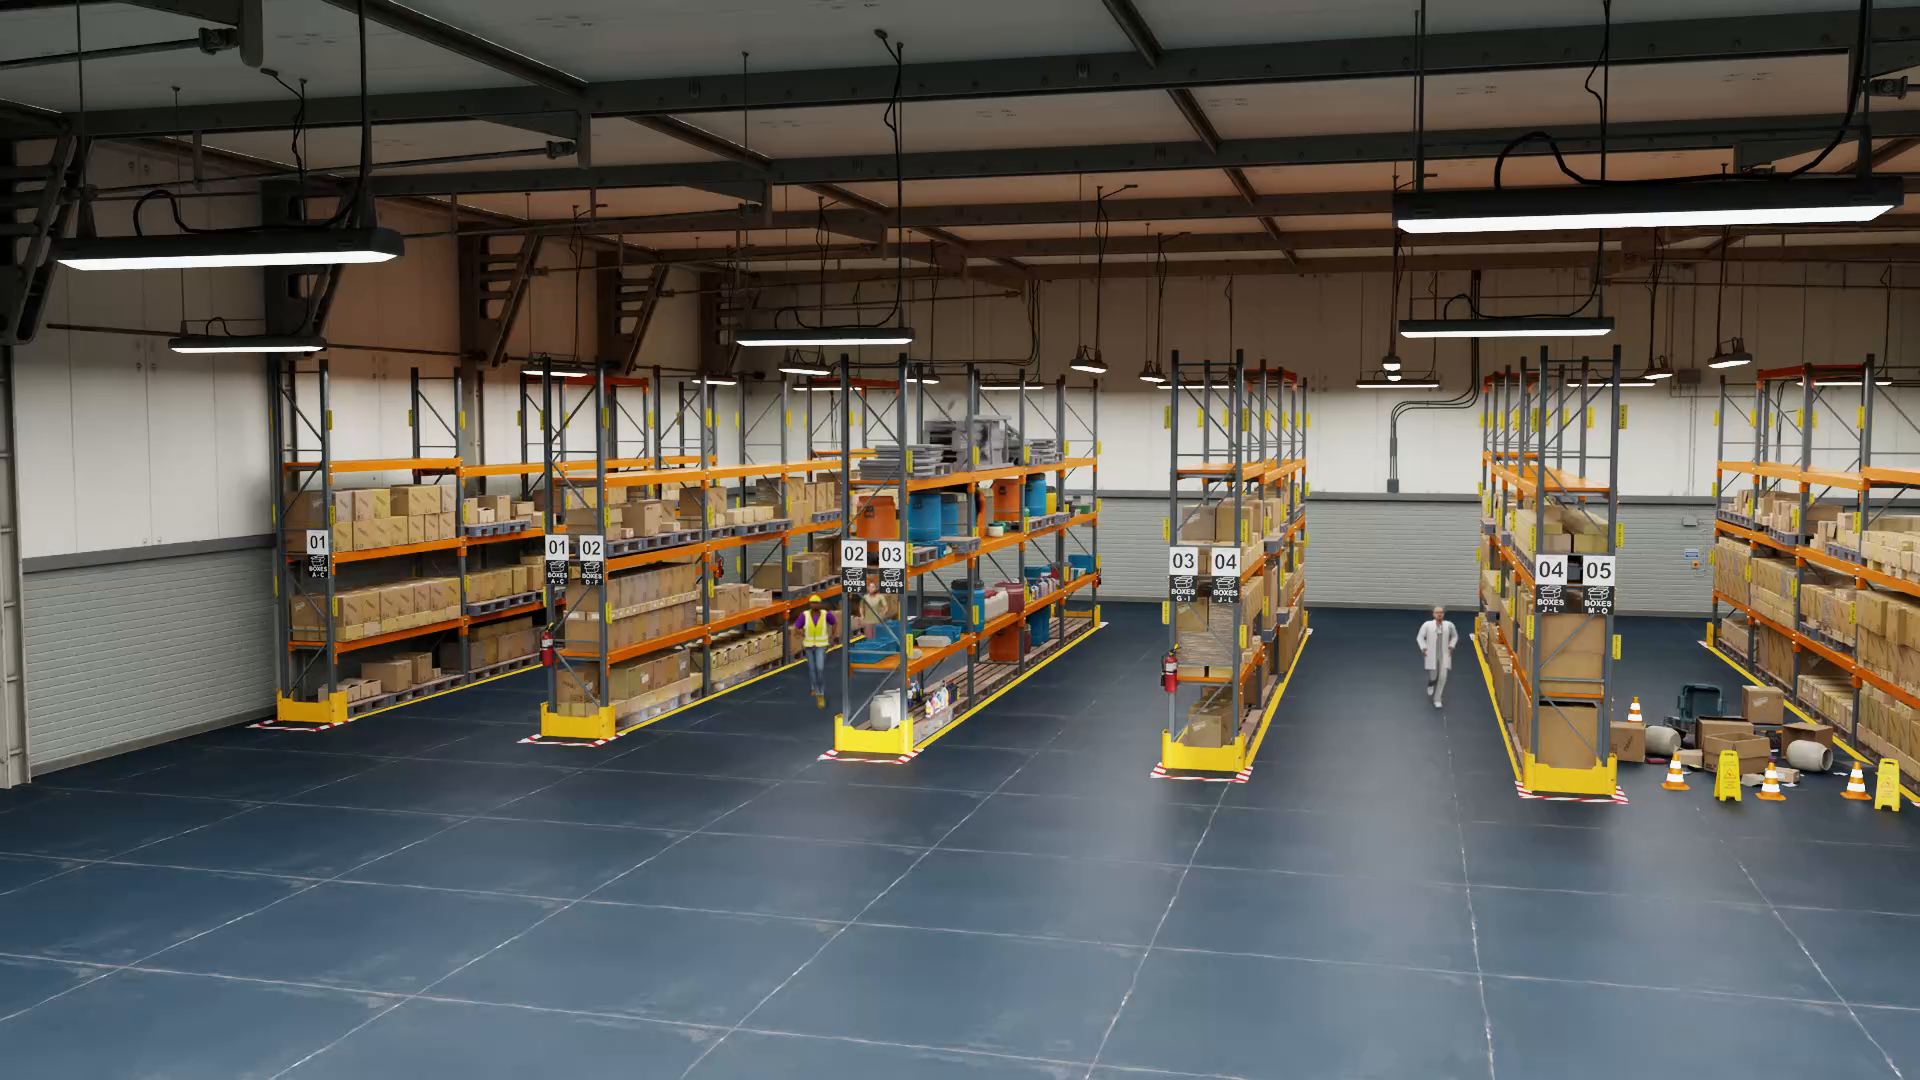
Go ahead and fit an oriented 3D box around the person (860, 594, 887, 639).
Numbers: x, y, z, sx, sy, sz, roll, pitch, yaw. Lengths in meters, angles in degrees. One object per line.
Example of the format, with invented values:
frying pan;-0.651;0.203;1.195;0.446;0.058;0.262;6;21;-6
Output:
person;-1.665;1.727;31.846;0.540;1.390;0.542;1;4;8

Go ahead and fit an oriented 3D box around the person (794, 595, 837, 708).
person;-2.443;1.856;27.966;0.680;1.886;0.743;0;4;4

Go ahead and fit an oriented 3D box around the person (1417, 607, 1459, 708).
person;8.400;2.040;29.222;0.711;1.743;0.756;1;4;8
